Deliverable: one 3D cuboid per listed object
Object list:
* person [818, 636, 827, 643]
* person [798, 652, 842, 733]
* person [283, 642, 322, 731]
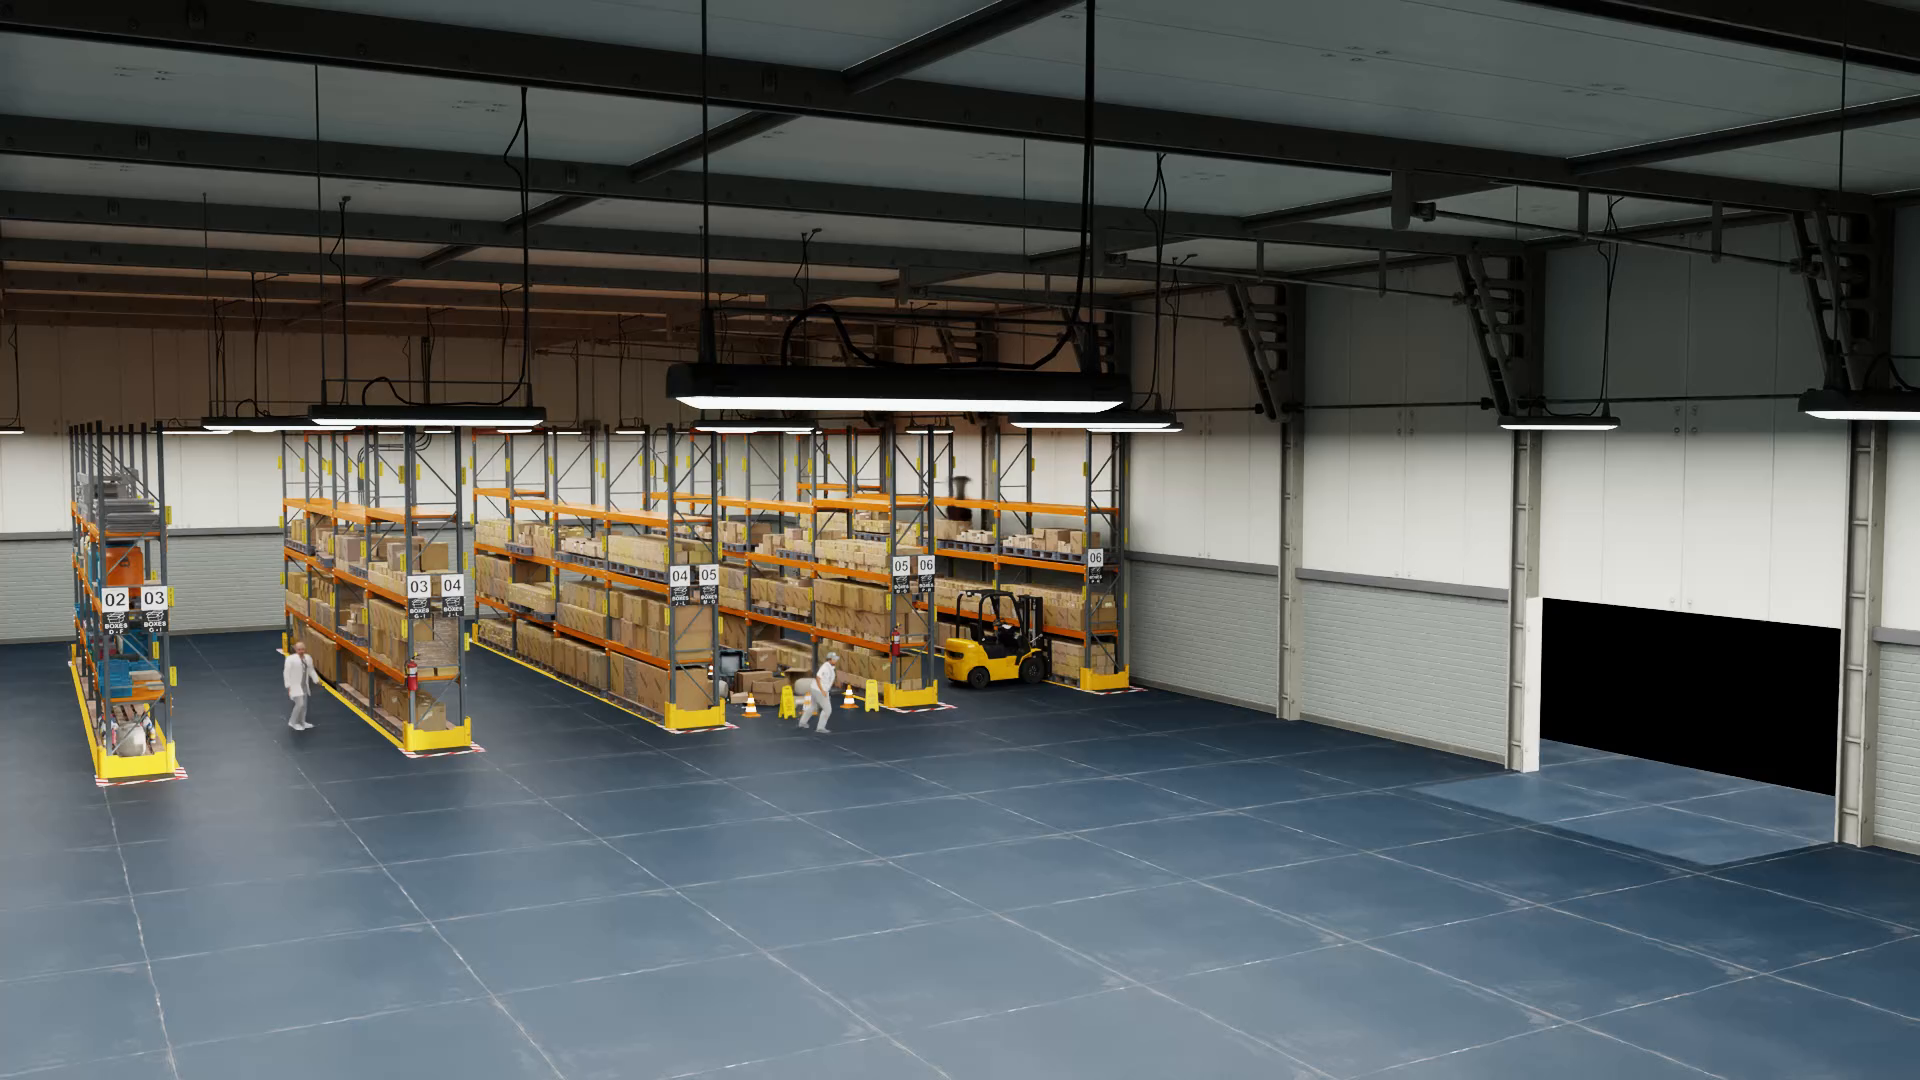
[{"bbox_3d":[-3.613,2.251,43.396,0.737,1.634,0.538,0,4,1],"label":"person"},{"bbox_3d":[-2.720,2.953,32.314,0.861,1.581,0.663,0,4,-3],"label":"person"},{"bbox_3d":[-12.886,2.851,32.446,0.689,1.752,0.647,1,4,22],"label":"person"}]
